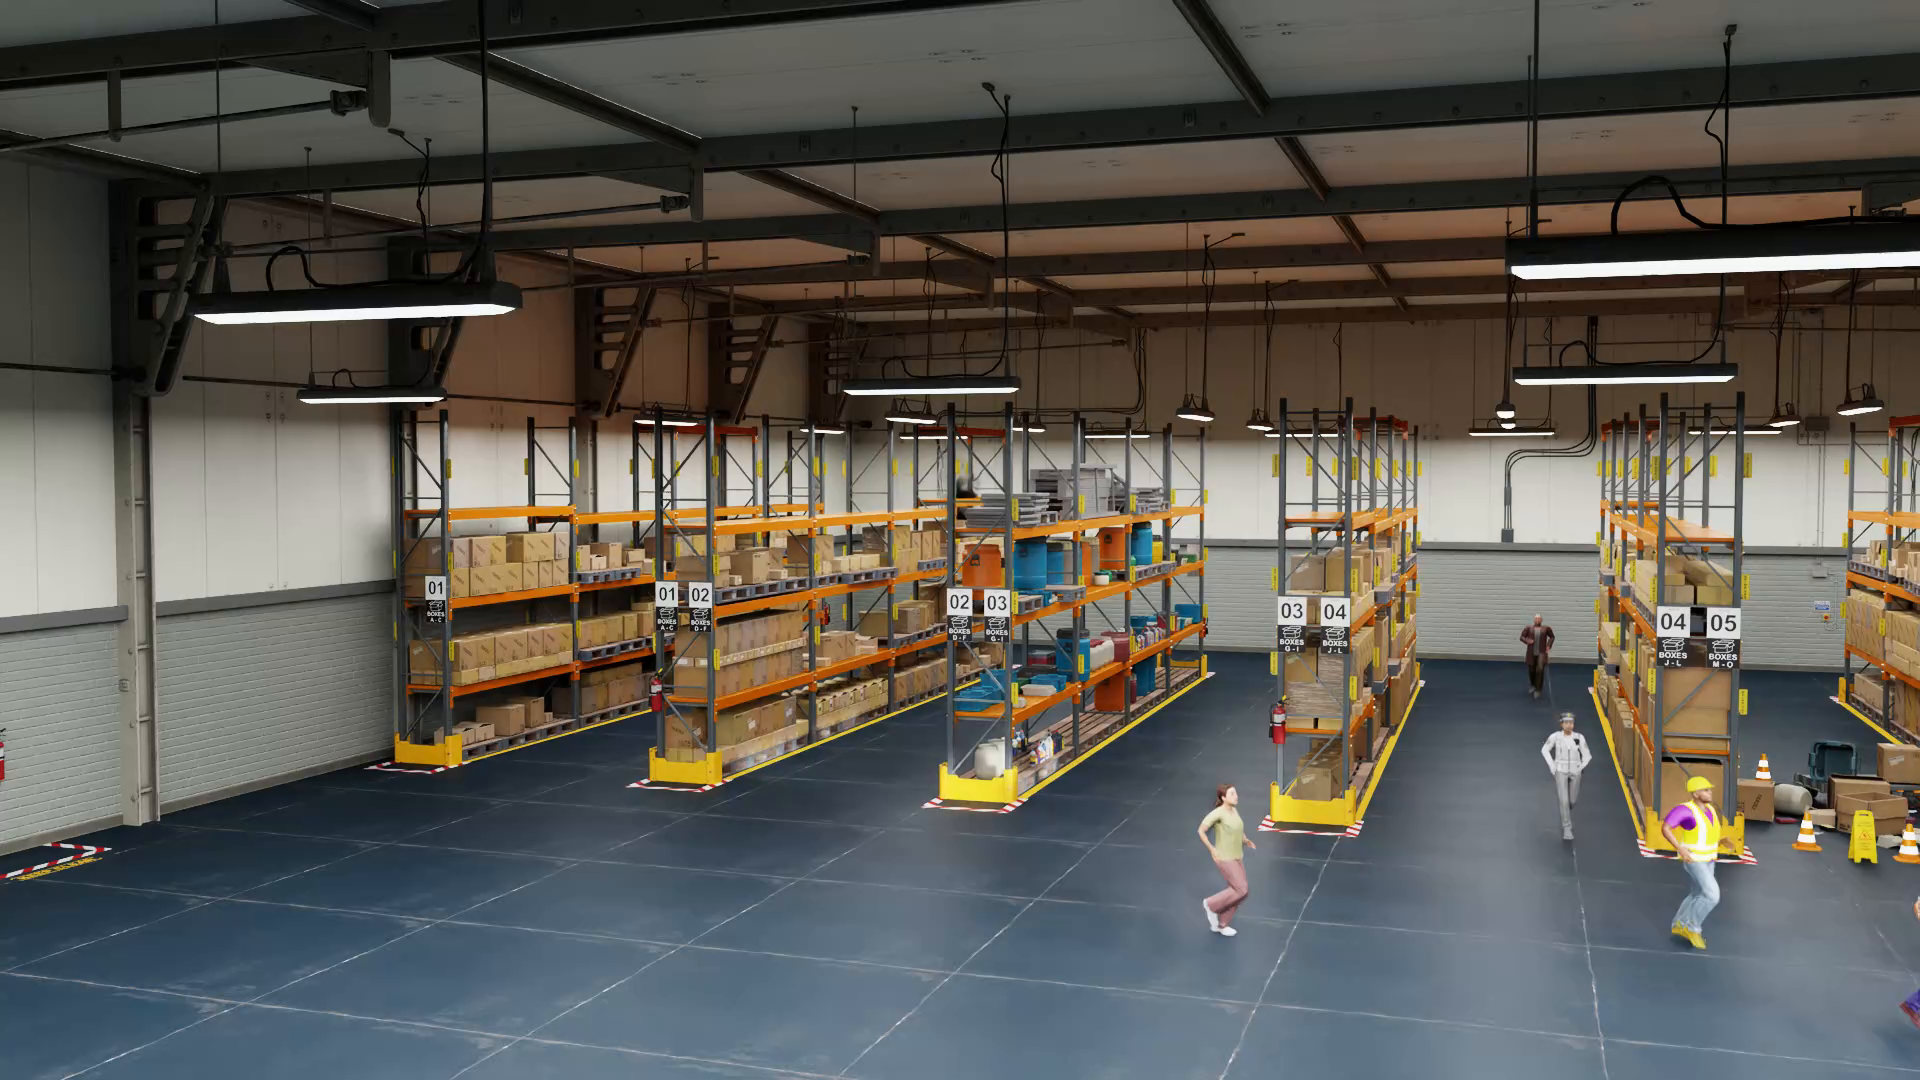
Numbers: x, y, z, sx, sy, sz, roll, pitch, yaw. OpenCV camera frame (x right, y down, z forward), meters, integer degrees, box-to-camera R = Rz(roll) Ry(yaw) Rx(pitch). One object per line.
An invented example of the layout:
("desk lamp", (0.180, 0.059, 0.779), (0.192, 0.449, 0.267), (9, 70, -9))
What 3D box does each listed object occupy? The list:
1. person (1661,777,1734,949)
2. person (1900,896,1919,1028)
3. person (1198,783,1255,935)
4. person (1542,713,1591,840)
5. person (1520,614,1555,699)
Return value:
("person", (7.774, 3.392, 17.464), (0.678, 1.811, 0.633), (-2, 3, -38))
("person", (8.618, 3.542, 14.450), (0.615, 1.653, 0.868), (-2, 3, -40))
("person", (2.895, 3.421, 17.809), (0.537, 1.630, 0.573), (2, 3, 41))
("person", (8.300, 3.189, 22.760), (0.626, 1.693, 0.804), (0, 2, 10))
("person", (12.664, 2.537, 36.549), (0.713, 1.819, 0.931), (1, 3, 27))
